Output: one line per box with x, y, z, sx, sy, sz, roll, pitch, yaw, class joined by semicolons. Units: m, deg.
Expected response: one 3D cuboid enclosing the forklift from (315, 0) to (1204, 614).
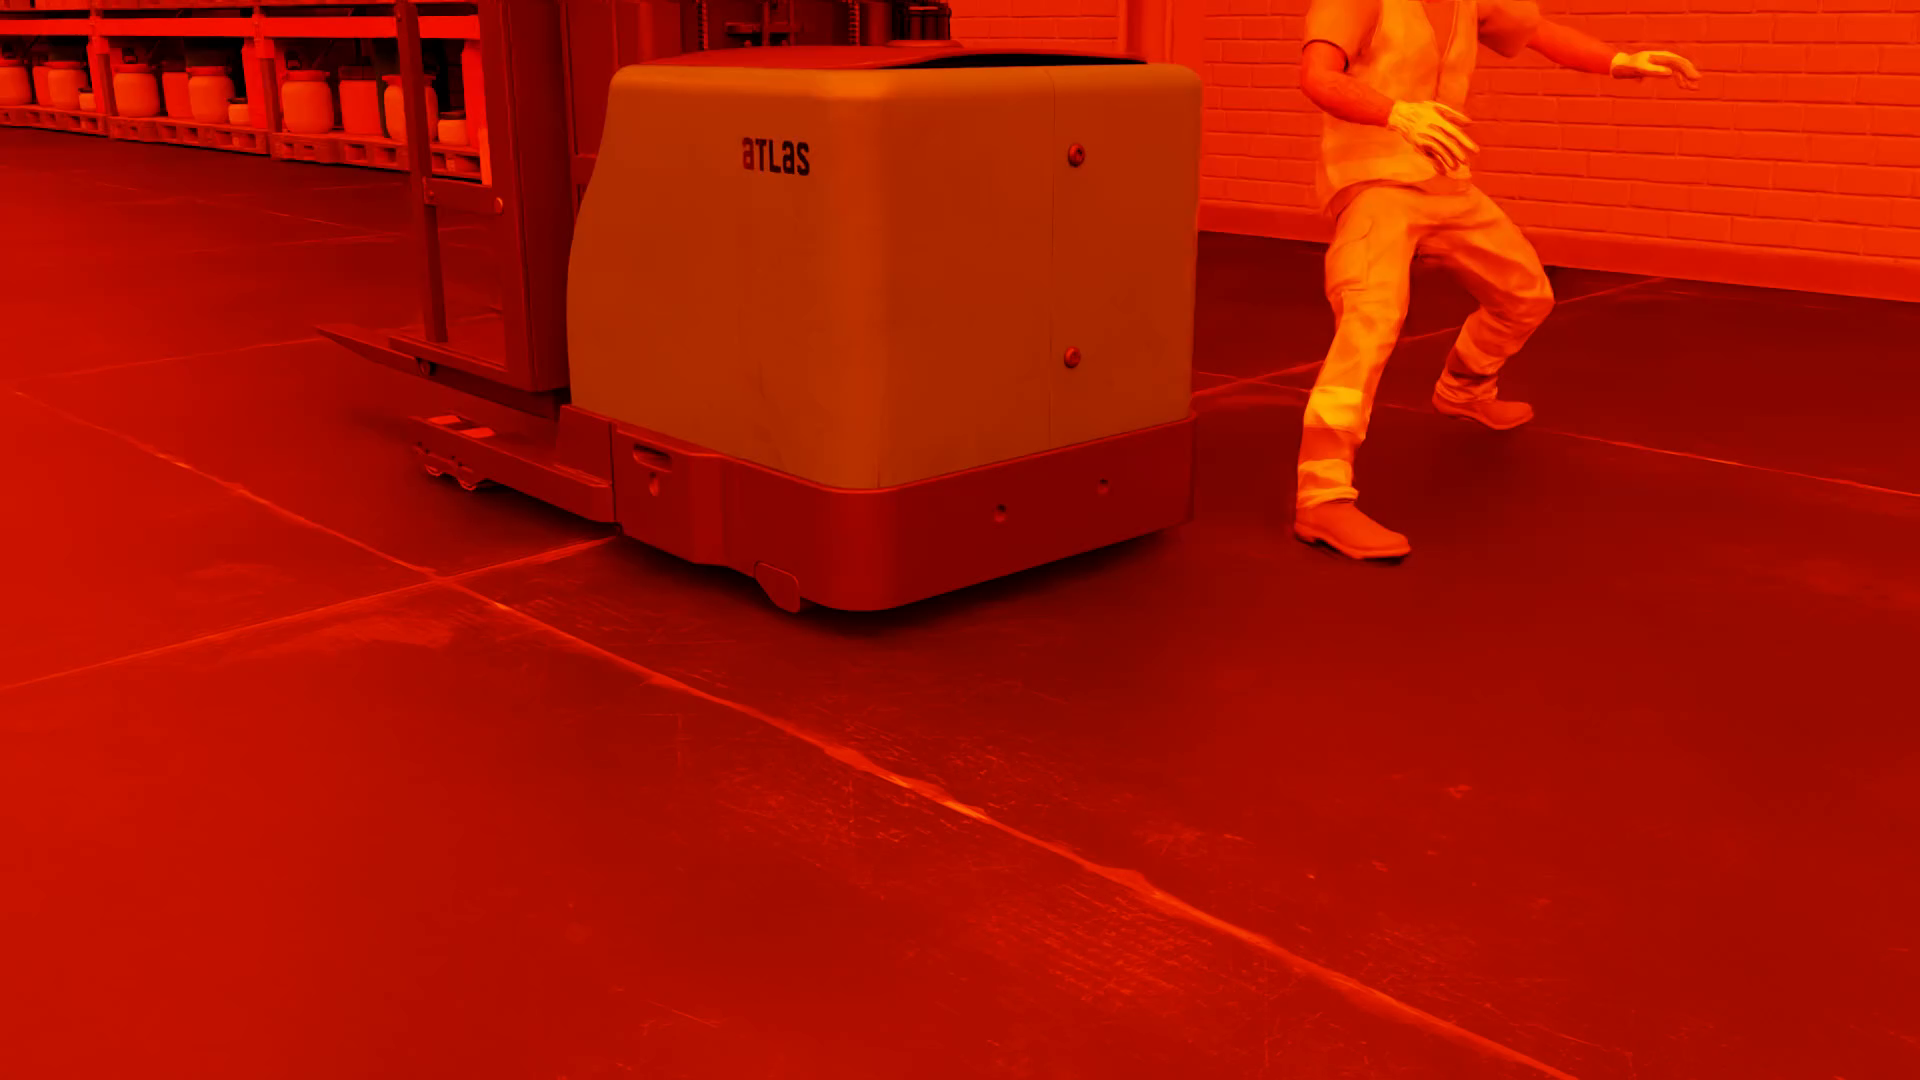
-0.824;-1.615;4.158;1.130;2.935;3.031;-15;23;-40;forklift

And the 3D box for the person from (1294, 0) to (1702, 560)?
1.248;-0.889;4.122;1.301;1.566;0.848;-10;20;-30;person
